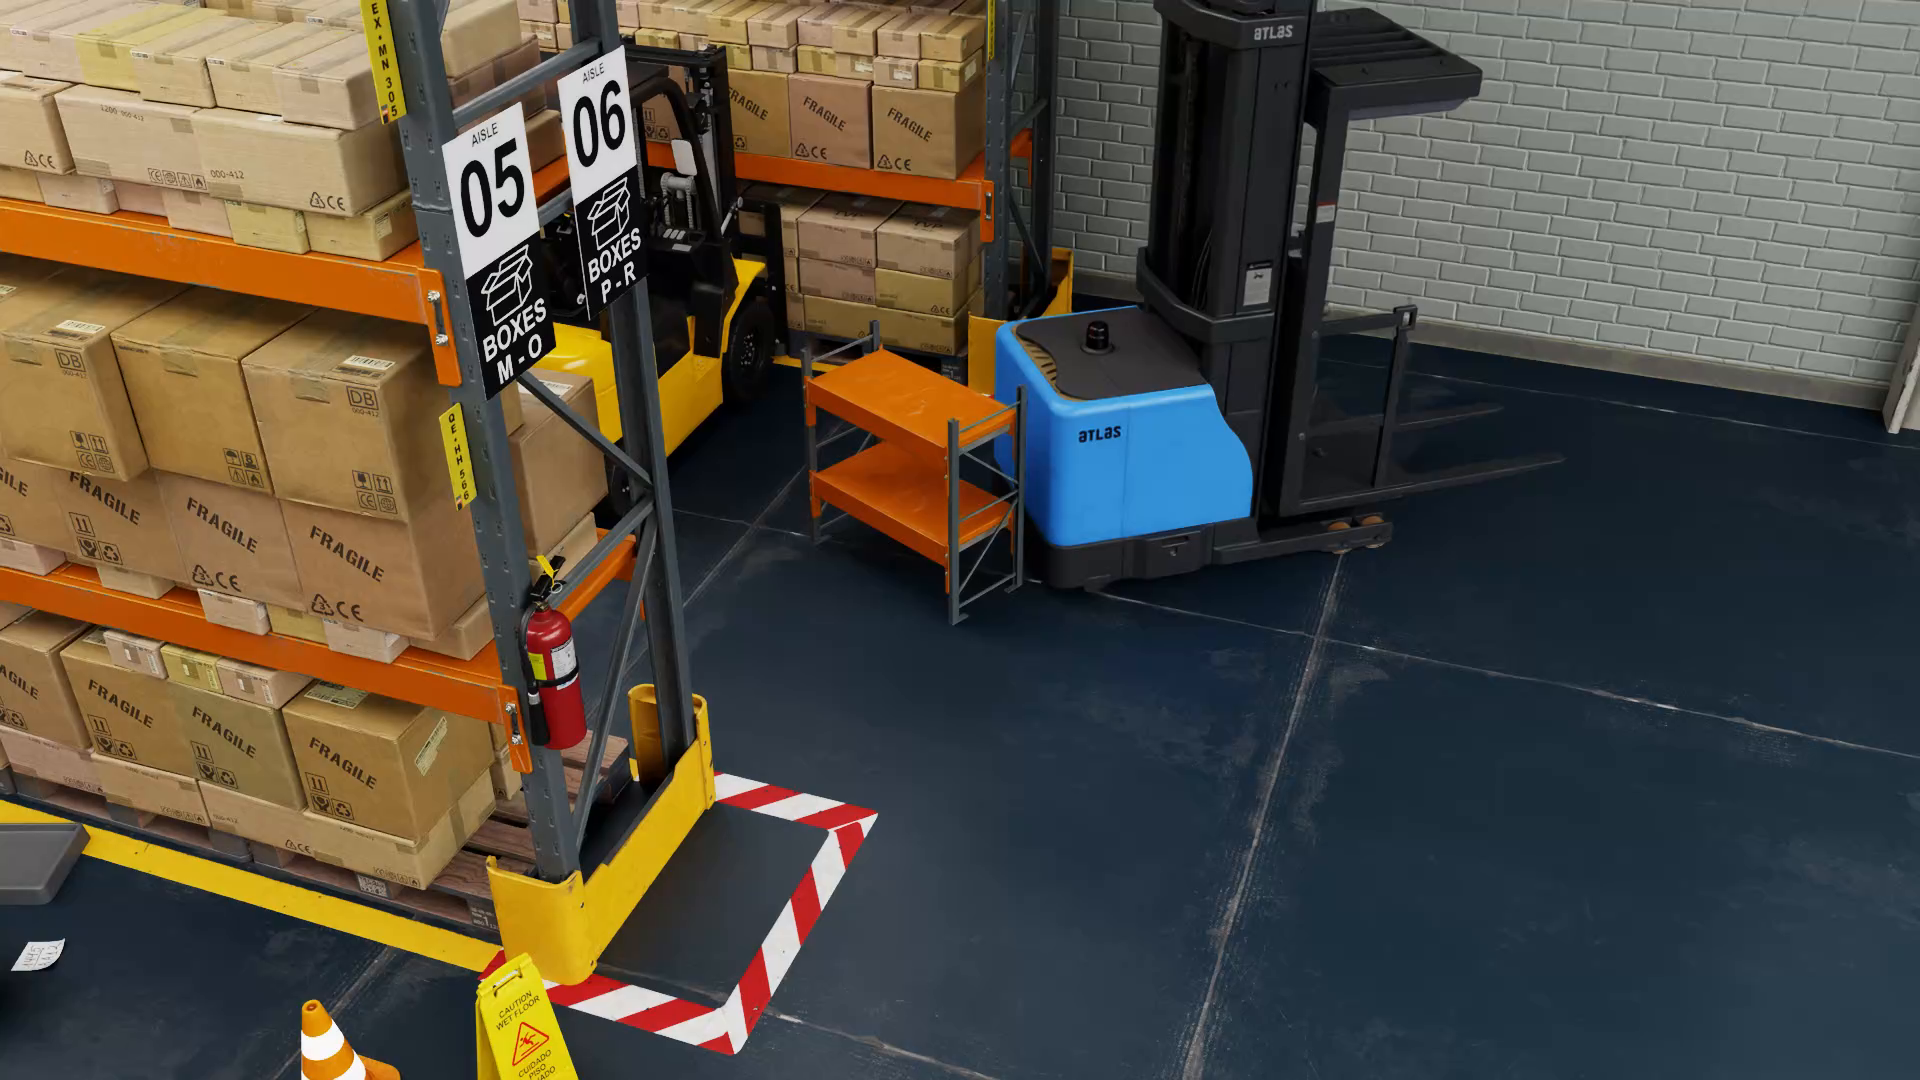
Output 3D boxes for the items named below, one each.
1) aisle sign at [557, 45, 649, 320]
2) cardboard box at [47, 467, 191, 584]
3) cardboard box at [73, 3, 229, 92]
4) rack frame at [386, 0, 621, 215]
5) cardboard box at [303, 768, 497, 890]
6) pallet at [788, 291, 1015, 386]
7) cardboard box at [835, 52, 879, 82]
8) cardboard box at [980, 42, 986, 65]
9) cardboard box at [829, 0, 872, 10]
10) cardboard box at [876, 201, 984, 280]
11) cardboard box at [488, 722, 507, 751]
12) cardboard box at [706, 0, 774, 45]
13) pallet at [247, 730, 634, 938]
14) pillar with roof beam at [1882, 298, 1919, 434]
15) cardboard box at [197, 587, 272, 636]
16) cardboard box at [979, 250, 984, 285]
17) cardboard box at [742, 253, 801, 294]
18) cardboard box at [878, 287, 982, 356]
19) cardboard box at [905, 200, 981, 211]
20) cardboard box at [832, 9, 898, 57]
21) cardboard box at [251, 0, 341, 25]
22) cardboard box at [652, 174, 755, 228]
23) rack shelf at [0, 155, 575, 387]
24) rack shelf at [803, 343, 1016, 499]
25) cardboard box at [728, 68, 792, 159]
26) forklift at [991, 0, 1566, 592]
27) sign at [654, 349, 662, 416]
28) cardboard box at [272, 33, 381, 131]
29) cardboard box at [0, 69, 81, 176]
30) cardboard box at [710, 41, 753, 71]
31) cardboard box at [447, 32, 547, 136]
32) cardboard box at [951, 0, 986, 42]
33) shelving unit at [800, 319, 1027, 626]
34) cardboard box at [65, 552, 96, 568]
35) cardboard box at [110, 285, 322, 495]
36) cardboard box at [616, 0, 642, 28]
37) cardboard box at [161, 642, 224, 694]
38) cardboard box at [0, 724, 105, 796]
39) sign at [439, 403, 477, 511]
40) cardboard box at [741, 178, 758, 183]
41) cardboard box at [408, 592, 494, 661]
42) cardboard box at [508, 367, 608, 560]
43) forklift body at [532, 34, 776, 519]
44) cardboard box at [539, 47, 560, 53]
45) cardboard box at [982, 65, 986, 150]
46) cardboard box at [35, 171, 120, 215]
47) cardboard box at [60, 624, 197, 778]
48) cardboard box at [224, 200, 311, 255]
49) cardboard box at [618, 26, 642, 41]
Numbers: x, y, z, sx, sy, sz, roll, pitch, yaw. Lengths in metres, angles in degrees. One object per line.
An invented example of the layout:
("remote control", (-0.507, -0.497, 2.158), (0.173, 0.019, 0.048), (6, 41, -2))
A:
("aisle sign", (-1.142, -1.148, 5.366), (0.004, 0.787, 0.394), (11, 34, 16))
("cardboard box", (-2.848, -0.222, 5.962), (0.500, 0.500, 0.500), (11, 34, 16))
("cardboard box", (-2.420, -1.487, 5.018), (0.250, 0.149, 0.380), (11, 35, 17))
("rack frame", (-1.305, -2.429, 4.216), (0.127, 3.000, 1.000), (11, 34, 16))
("cardboard box", (-2.179, 1.055, 6.499), (0.500, 0.250, 0.500), (11, 34, 16))
("pallet", (-0.368, -1.391, 10.710), (1.213, 0.211, 1.003), (11, 34, 16))
("cardboard box", (-0.529, -2.790, 9.615), (0.250, 0.149, 0.380), (12, 35, 17))
("cardboard box", (0.134, -2.953, 9.869), (0.250, 0.149, 0.380), (10, 34, 15))
("cardboard box", (-0.594, -3.213, 9.997), (0.250, 0.149, 0.380), (11, 35, 17))
("cardboard box", (-0.172, -1.811, 10.015), (0.500, 0.250, 0.500), (12, 35, 18))
("cardboard box", (-1.993, 0.462, 6.726), (0.500, 0.500, 0.500), (10, 34, 15))
("cardboard box", (-1.277, -3.024, 9.704), (0.250, 0.149, 0.380), (12, 35, 17))
("pallet", (-2.129, 1.082, 6.880), (1.213, 0.211, 1.003), (11, 34, 16))
("pillar with roof beam", (4.211, -2.256, 3.948), (0.400, 9.000, 9.100), (11, 34, 16))
("cardboard box", (-2.492, 0.158, 5.971), (0.250, 0.149, 0.380), (12, 35, 17))
("cardboard box", (-0.006, -1.868, 10.564), (0.500, 0.250, 0.500), (12, 35, 17))
("cardboard box", (-1.159, -1.786, 10.438), (0.500, 0.250, 0.500), (10, 34, 15))
("cardboard box", (-0.183, -1.390, 10.286), (0.500, 0.250, 0.500), (11, 35, 17))
("cardboard box", (-0.022, -2.070, 10.417), (0.500, 0.250, 0.500), (10, 34, 16))
("cardboard box", (-0.540, -2.905, 9.520), (0.250, 0.149, 0.380), (12, 35, 18))
("cardboard box", (-2.028, -1.683, 5.322), (0.250, 0.149, 0.380), (11, 34, 16))
("cardboard box", (-1.608, -2.085, 10.440), (0.500, 0.250, 0.500), (10, 34, 15))
("rack shelf", (-3.188, -1.233, 5.792), (4.000, 0.370, 1.077), (11, 34, 16))
("rack shelf", (-0.232, -0.597, 8.098), (1.000, 0.278, 0.538), (28, 42, 36))
("cardboard box", (-1.153, -2.636, 9.974), (0.500, 0.500, 0.500), (10, 34, 16))
("forklift", (1.743, -1.423, 8.251), (3.031, 2.935, 1.130), (-9, 34, -14))
("sign", (-1.122, -0.550, 6.038), (0.005, 0.325, 0.100), (11, 34, 16))
("cardboard box", (-1.723, -1.310, 4.744), (0.250, 0.149, 0.380), (11, 35, 17))
("cardboard box", (-2.841, -1.372, 5.209), (0.500, 0.250, 0.500), (12, 35, 18))
("cardboard box", (-1.271, -2.901, 9.788), (0.250, 0.149, 0.380), (11, 35, 17))
("cardboard box", (-1.688, -1.459, 5.343), (0.500, 0.250, 0.500), (10, 34, 16))
("cardboard box", (0.122, -3.054, 9.751), (0.250, 0.149, 0.380), (10, 34, 16))
("shelving unit", (-0.232, -0.351, 8.257), (1.048, 1.125, 0.538), (28, 42, 36))
("cardboard box", (-3.161, -0.052, 6.297), (0.250, 0.149, 0.380), (11, 34, 16))
("cardboard box", (-2.333, -0.575, 5.586), (0.500, 0.500, 0.700), (11, 35, 17))
("cardboard box", (-1.960, -3.211, 9.993), (0.250, 0.149, 0.380), (11, 34, 16))
("cardboard box", (-2.751, 0.388, 6.242), (0.250, 0.149, 0.380), (12, 35, 17))
("cardboard box", (-3.599, 0.771, 6.938), (0.500, 0.250, 0.500), (11, 34, 16))
("sign", (-1.511, -0.249, 5.011), (0.005, 0.325, 0.100), (11, 34, 16))
("cardboard box", (-1.441, -2.354, 10.857), (0.500, 0.250, 0.500), (10, 34, 16))
("cardboard box", (-1.729, 0.237, 5.849), (0.250, 0.149, 0.380), (12, 35, 18))
("cardboard box", (-1.657, -0.304, 6.090), (0.500, 0.500, 0.500), (10, 34, 16))
("forklift body", (-2.034, -1.503, 9.095), (1.214, 2.155, 2.313), (11, 34, 16))
("cardboard box", (-2.574, -2.917, 10.410), (0.500, 0.500, 0.500), (12, 35, 17))
("cardboard box", (-0.006, -2.719, 10.103), (0.500, 0.500, 0.500), (12, 35, 18))
("cardboard box", (-2.686, -1.183, 5.283), (0.250, 0.149, 0.380), (11, 34, 16))
("cardboard box", (-3.112, 0.551, 6.587), (0.500, 0.500, 0.500), (10, 34, 15))
("cardboard box", (-1.980, -1.015, 5.023), (0.250, 0.149, 0.380), (11, 35, 17))
("cardboard box", (-1.993, -3.049, 10.017), (0.250, 0.149, 0.380), (10, 34, 15))
